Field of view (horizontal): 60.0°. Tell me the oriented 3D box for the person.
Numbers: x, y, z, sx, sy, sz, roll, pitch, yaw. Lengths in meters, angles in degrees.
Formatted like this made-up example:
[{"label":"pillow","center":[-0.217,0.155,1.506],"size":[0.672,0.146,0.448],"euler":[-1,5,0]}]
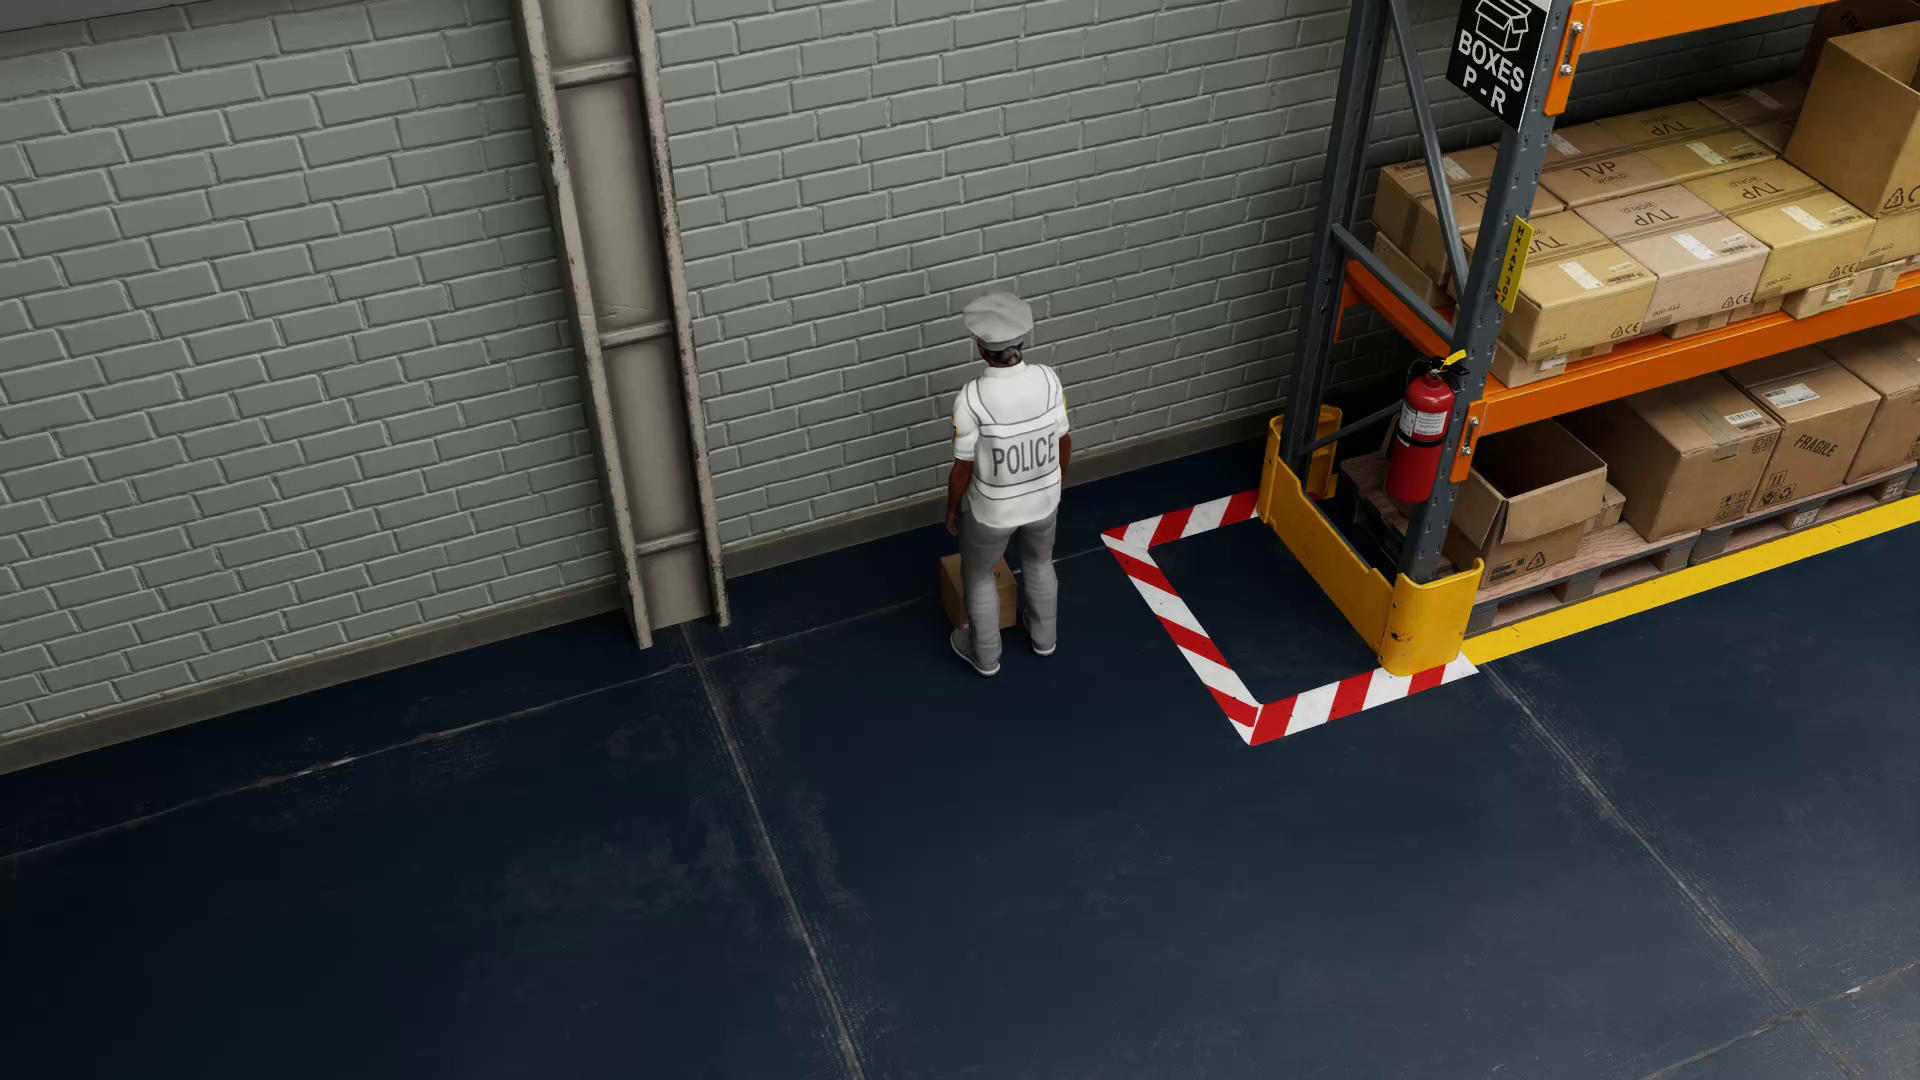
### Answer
[{"label":"person","center":[0.182,-0.163,6.341],"size":[0.504,1.658,0.394],"euler":[-15,44,-16]}]
